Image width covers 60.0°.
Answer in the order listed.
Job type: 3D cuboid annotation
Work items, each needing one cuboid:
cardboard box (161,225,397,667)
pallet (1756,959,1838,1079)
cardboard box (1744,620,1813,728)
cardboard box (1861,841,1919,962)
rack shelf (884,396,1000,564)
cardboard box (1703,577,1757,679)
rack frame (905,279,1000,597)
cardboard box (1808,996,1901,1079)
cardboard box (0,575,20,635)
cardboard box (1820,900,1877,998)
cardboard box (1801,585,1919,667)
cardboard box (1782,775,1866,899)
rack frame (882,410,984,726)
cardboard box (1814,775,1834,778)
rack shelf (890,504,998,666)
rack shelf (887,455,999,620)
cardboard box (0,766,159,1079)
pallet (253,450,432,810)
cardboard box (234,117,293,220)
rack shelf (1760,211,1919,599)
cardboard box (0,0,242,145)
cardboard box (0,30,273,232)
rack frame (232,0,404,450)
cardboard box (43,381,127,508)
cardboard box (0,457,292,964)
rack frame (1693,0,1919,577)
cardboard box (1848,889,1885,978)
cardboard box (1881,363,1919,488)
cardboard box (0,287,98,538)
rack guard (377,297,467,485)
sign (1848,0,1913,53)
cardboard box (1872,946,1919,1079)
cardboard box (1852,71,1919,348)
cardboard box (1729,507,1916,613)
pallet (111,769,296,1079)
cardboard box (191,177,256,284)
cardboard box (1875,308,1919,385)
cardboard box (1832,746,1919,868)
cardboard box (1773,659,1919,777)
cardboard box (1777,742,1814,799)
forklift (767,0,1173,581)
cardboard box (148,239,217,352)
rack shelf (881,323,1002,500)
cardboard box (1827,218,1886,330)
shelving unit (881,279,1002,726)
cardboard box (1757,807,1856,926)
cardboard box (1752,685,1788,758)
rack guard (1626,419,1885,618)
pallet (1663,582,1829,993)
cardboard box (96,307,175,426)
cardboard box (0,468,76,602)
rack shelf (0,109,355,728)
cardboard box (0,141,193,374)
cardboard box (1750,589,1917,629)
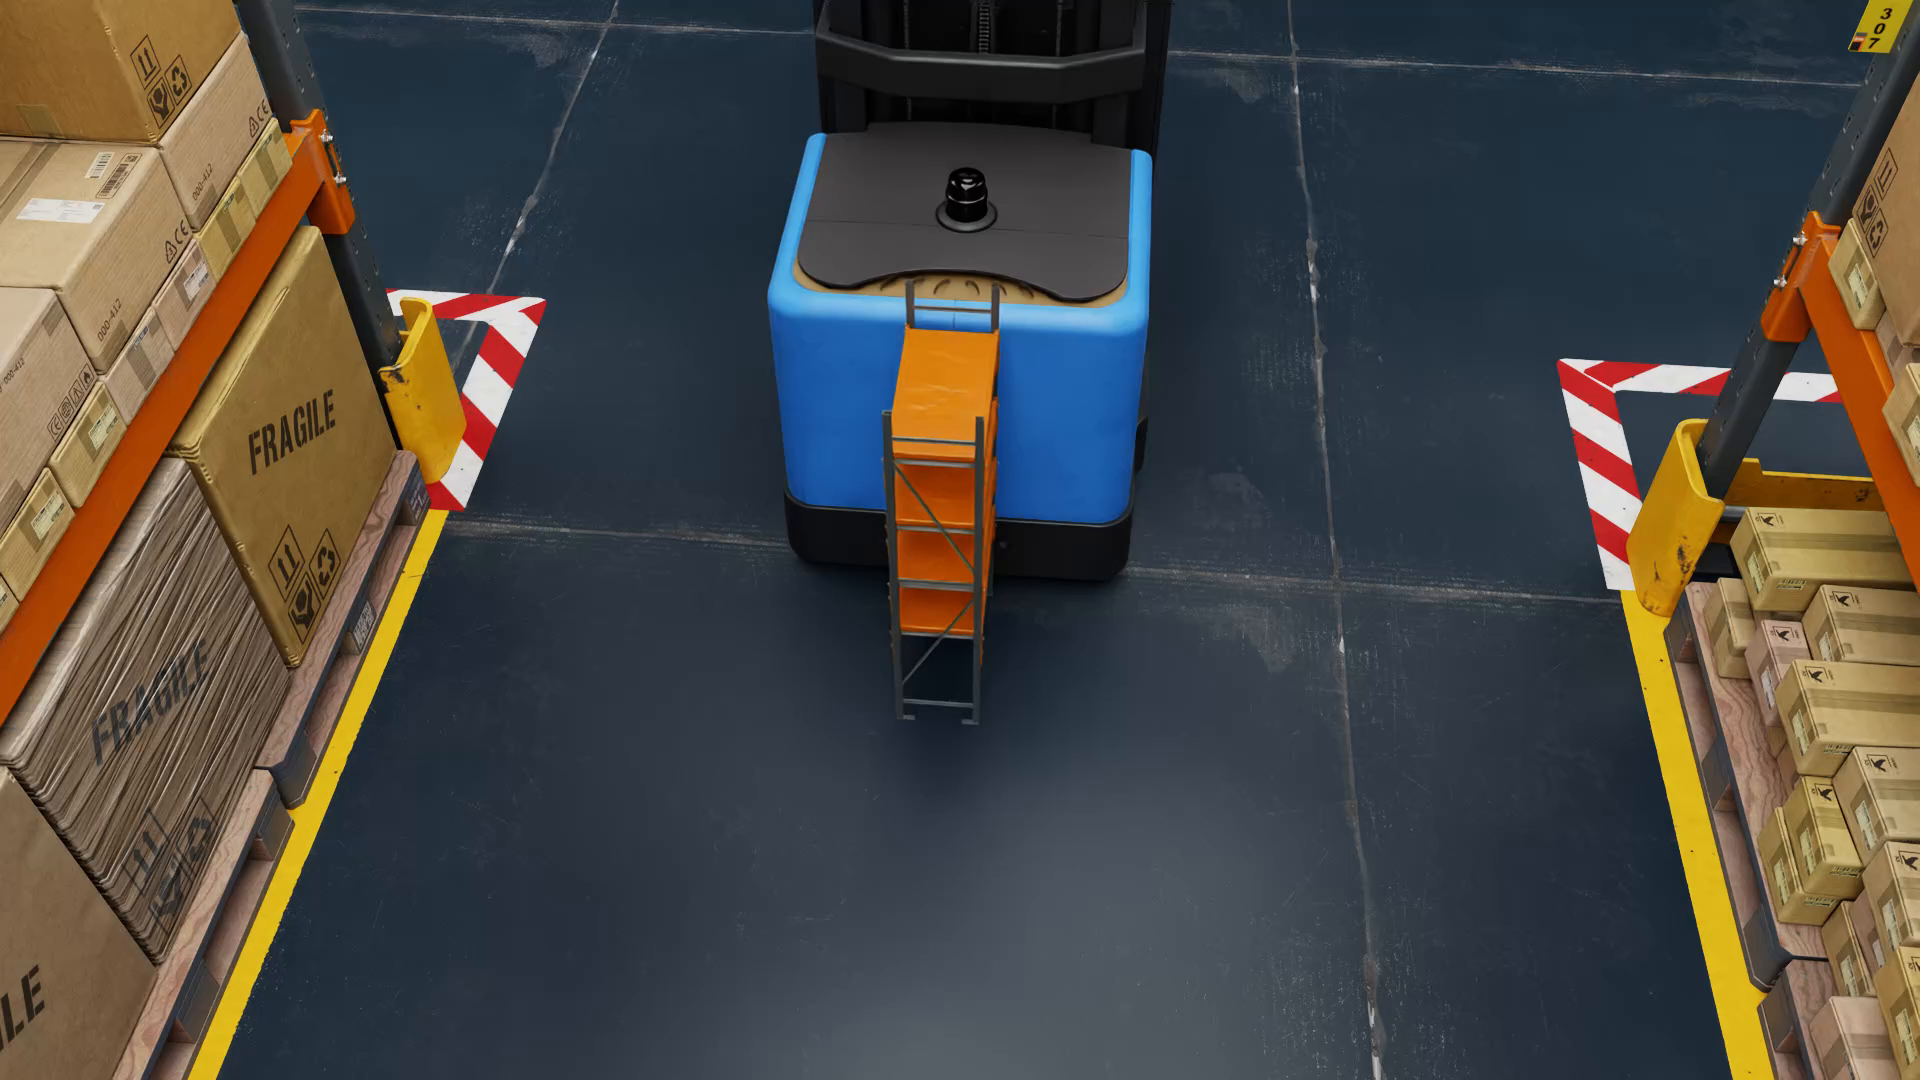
[{"bbox_3d":[-2.235,-0.283,4.632,0.875,0.875,0.875,4,48,4],"label":"cardboard box"},{"bbox_3d":[2.444,1.559,3.681,1.003,0.211,1.213,4,48,4],"label":"pallet"},{"bbox_3d":[2.289,0.359,4.335,0.380,0.149,0.250,4,48,3],"label":"cardboard box"},{"bbox_3d":[2.257,0.833,3.699,0.380,0.149,0.250,6,48,5],"label":"cardboard box"},{"bbox_3d":[-0.041,-0.171,4.381,0.258,0.148,0.480,4,48,3],"label":"rack shelf"},{"bbox_3d":[2.307,0.257,4.629,0.380,0.149,0.250,5,48,4],"label":"cardboard box"},{"bbox_3d":[-0.019,-0.245,4.661,0.240,1.200,0.015,4,48,3],"label":"rack frame"},{"bbox_3d":[2.179,1.190,3.776,0.380,0.149,0.250,2,48,2],"label":"cardboard box"},{"bbox_3d":[-2.101,0.158,3.243,0.380,0.149,0.250,5,48,4],"label":"cardboard box"},{"bbox_3d":[2.288,1.013,3.939,0.380,0.149,0.250,4,48,4],"label":"cardboard box"},{"bbox_3d":[2.382,0.266,4.218,0.380,0.149,0.250,5,48,4],"label":"cardboard box"},{"bbox_3d":[2.223,0.726,3.999,0.380,0.149,0.250,5,48,5],"label":"cardboard box"},{"bbox_3d":[-0.063,0.114,4.333,0.240,1.200,0.015,4,48,3],"label":"rack frame"},{"bbox_3d":[2.355,0.545,4.165,0.380,0.149,0.250,4,48,4],"label":"cardboard box"},{"bbox_3d":[-0.041,0.114,4.693,0.258,0.148,0.480,4,48,3],"label":"rack shelf"},{"bbox_3d":[-0.041,-0.020,4.546,0.258,0.148,0.480,4,48,3],"label":"rack shelf"},{"bbox_3d":[-2.399,1.039,3.422,0.875,0.875,0.875,4,48,4],"label":"cardboard box"},{"bbox_3d":[-2.252,0.200,4.924,1.003,0.211,1.213,4,48,4],"label":"pallet"},{"bbox_3d":[-1.961,-0.966,4.271,0.380,0.149,0.250,5,48,4],"label":"cardboard box"},{"bbox_3d":[2.491,0.786,2.986,1.077,0.370,4.000,4,48,4],"label":"rack shelf"},{"bbox_3d":[-2.039,-1.261,3.763,0.500,0.500,0.500,4,48,4],"label":"cardboard box"},{"bbox_3d":[-2.036,-1.010,4.041,0.500,0.250,0.500,3,48,3],"label":"cardboard box"},{"bbox_3d":[-2.257,-1.334,4.438,1.000,3.000,0.127,4,48,4],"label":"rack frame"},{"bbox_3d":[-2.053,-0.215,3.584,0.380,0.149,0.250,3,48,3],"label":"cardboard box"},{"bbox_3d":[-2.318,0.385,4.020,0.875,0.875,0.875,4,48,4],"label":"cardboard box"},{"bbox_3d":[2.673,-0.926,4.065,1.000,3.000,0.127,4,48,4],"label":"rack frame"},{"bbox_3d":[2.294,0.927,3.815,0.380,0.149,0.250,2,48,2],"label":"cardboard box"},{"bbox_3d":[2.258,-0.242,3.609,0.380,0.149,0.250,3,48,2],"label":"cardboard box"},{"bbox_3d":[-2.129,-0.263,3.358,0.500,0.250,0.500,2,48,2],"label":"cardboard box"},{"bbox_3d":[-2.254,-0.508,5.376,1.175,0.500,0.348,4,48,4],"label":"rack guard"},{"bbox_3d":[2.133,-1.255,3.778,0.100,0.325,0.005,4,48,4],"label":"sign"},{"bbox_3d":[2.187,1.024,3.525,0.380,0.149,0.250,5,48,4],"label":"cardboard box"},{"bbox_3d":[2.357,-0.749,3.633,0.500,0.500,0.500,6,48,5],"label":"cardboard box"},{"bbox_3d":[2.287,0.055,4.411,0.380,0.149,0.250,2,48,2],"label":"cardboard box"},{"bbox_3d":[-2.365,1.094,4.107,1.003,0.211,1.213,4,48,4],"label":"pallet"},{"bbox_3d":[-1.983,-0.775,4.096,0.380,0.149,0.250,4,48,4],"label":"cardboard box"},{"bbox_3d":[2.336,-0.436,3.786,0.380,0.149,0.250,5,48,5],"label":"cardboard box"},{"bbox_3d":[2.291,0.630,3.885,0.380,0.149,0.250,2,48,2],"label":"cardboard box"},{"bbox_3d":[2.232,0.443,4.057,0.380,0.149,0.250,4,48,3],"label":"cardboard box"},{"bbox_3d":[2.349,0.638,4.281,0.380,0.149,0.250,4,48,4],"label":"cardboard box"},{"bbox_3d":[0.118,-1.958,5.054,1.130,2.935,3.031,4,48,3],"label":"forklift"},{"bbox_3d":[-2.007,-0.589,3.926,0.380,0.149,0.250,4,48,4],"label":"cardboard box"},{"bbox_3d":[-0.041,-0.331,4.207,0.258,0.148,0.480,4,48,3],"label":"rack shelf"},{"bbox_3d":[2.318,-0.626,3.960,0.380,0.149,0.250,4,48,3],"label":"cardboard box"},{"bbox_3d":[-0.041,-0.065,4.497,0.258,1.200,0.503,4,48,3],"label":"shelving unit"},{"bbox_3d":[2.216,0.819,4.116,0.380,0.149,0.250,4,48,4],"label":"cardboard box"},{"bbox_3d":[2.365,0.455,4.448,0.380,0.149,0.250,4,48,3],"label":"cardboard box"},{"bbox_3d":[2.667,-0.027,4.936,1.175,0.500,0.348,4,48,4],"label":"rack guard"},{"bbox_3d":[2.557,0.665,4.499,1.003,0.211,1.213,4,48,4],"label":"pallet"},{"bbox_3d":[-2.031,-0.406,3.759,0.380,0.149,0.250,5,48,4],"label":"cardboard box"},{"bbox_3d":[-2.076,-0.024,3.410,0.380,0.149,0.250,4,48,4],"label":"cardboard box"},{"bbox_3d":[-2.439,0.378,3.359,1.077,0.370,4.000,4,48,4],"label":"rack shelf"},{"bbox_3d":[-2.083,-0.637,3.700,0.500,0.250,0.500,3,48,3],"label":"cardboard box"},{"bbox_3d":[2.370,0.161,4.516,0.380,0.149,0.250,6,48,5],"label":"cardboard box"}]
